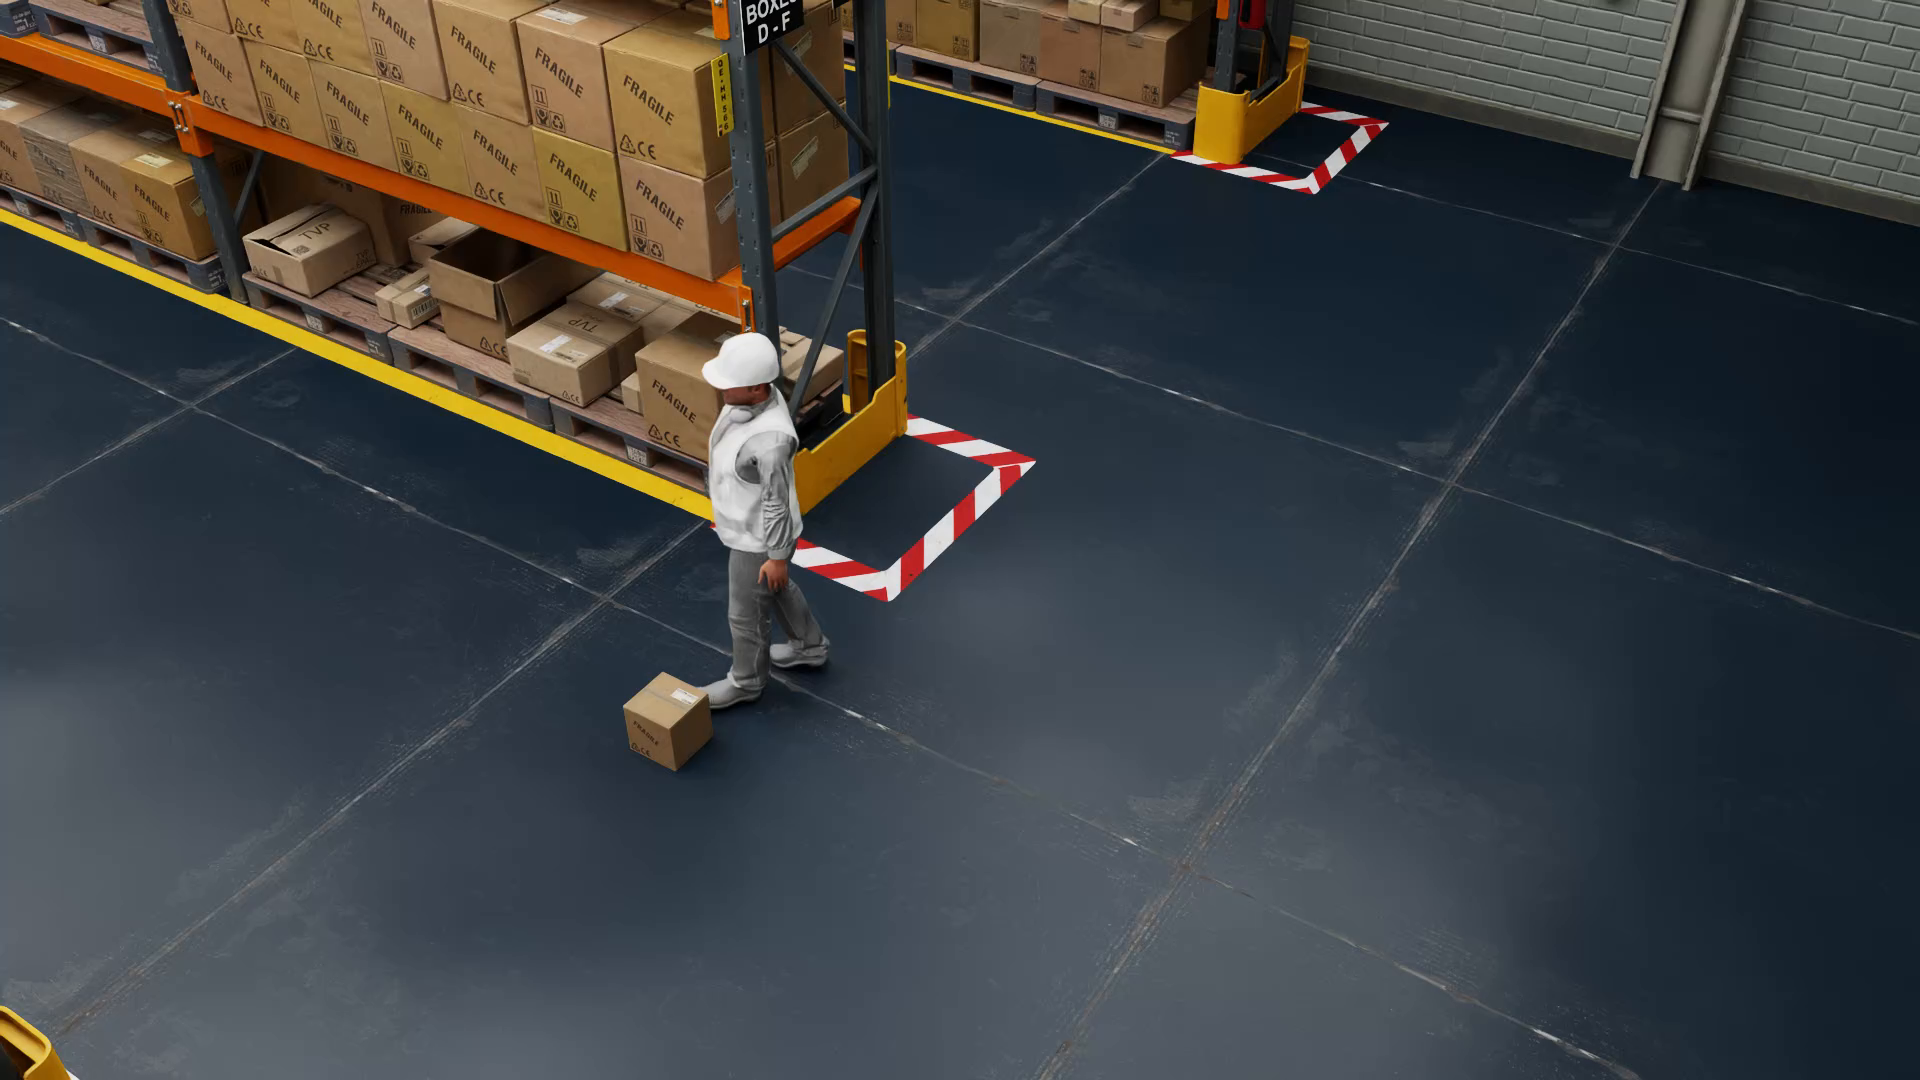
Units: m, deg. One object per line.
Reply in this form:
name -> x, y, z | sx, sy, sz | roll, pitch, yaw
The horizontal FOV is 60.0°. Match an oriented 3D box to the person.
person -> -0.857, -0.056, 6.723 | 0.620, 1.776, 0.564 | -9, 39, -11
